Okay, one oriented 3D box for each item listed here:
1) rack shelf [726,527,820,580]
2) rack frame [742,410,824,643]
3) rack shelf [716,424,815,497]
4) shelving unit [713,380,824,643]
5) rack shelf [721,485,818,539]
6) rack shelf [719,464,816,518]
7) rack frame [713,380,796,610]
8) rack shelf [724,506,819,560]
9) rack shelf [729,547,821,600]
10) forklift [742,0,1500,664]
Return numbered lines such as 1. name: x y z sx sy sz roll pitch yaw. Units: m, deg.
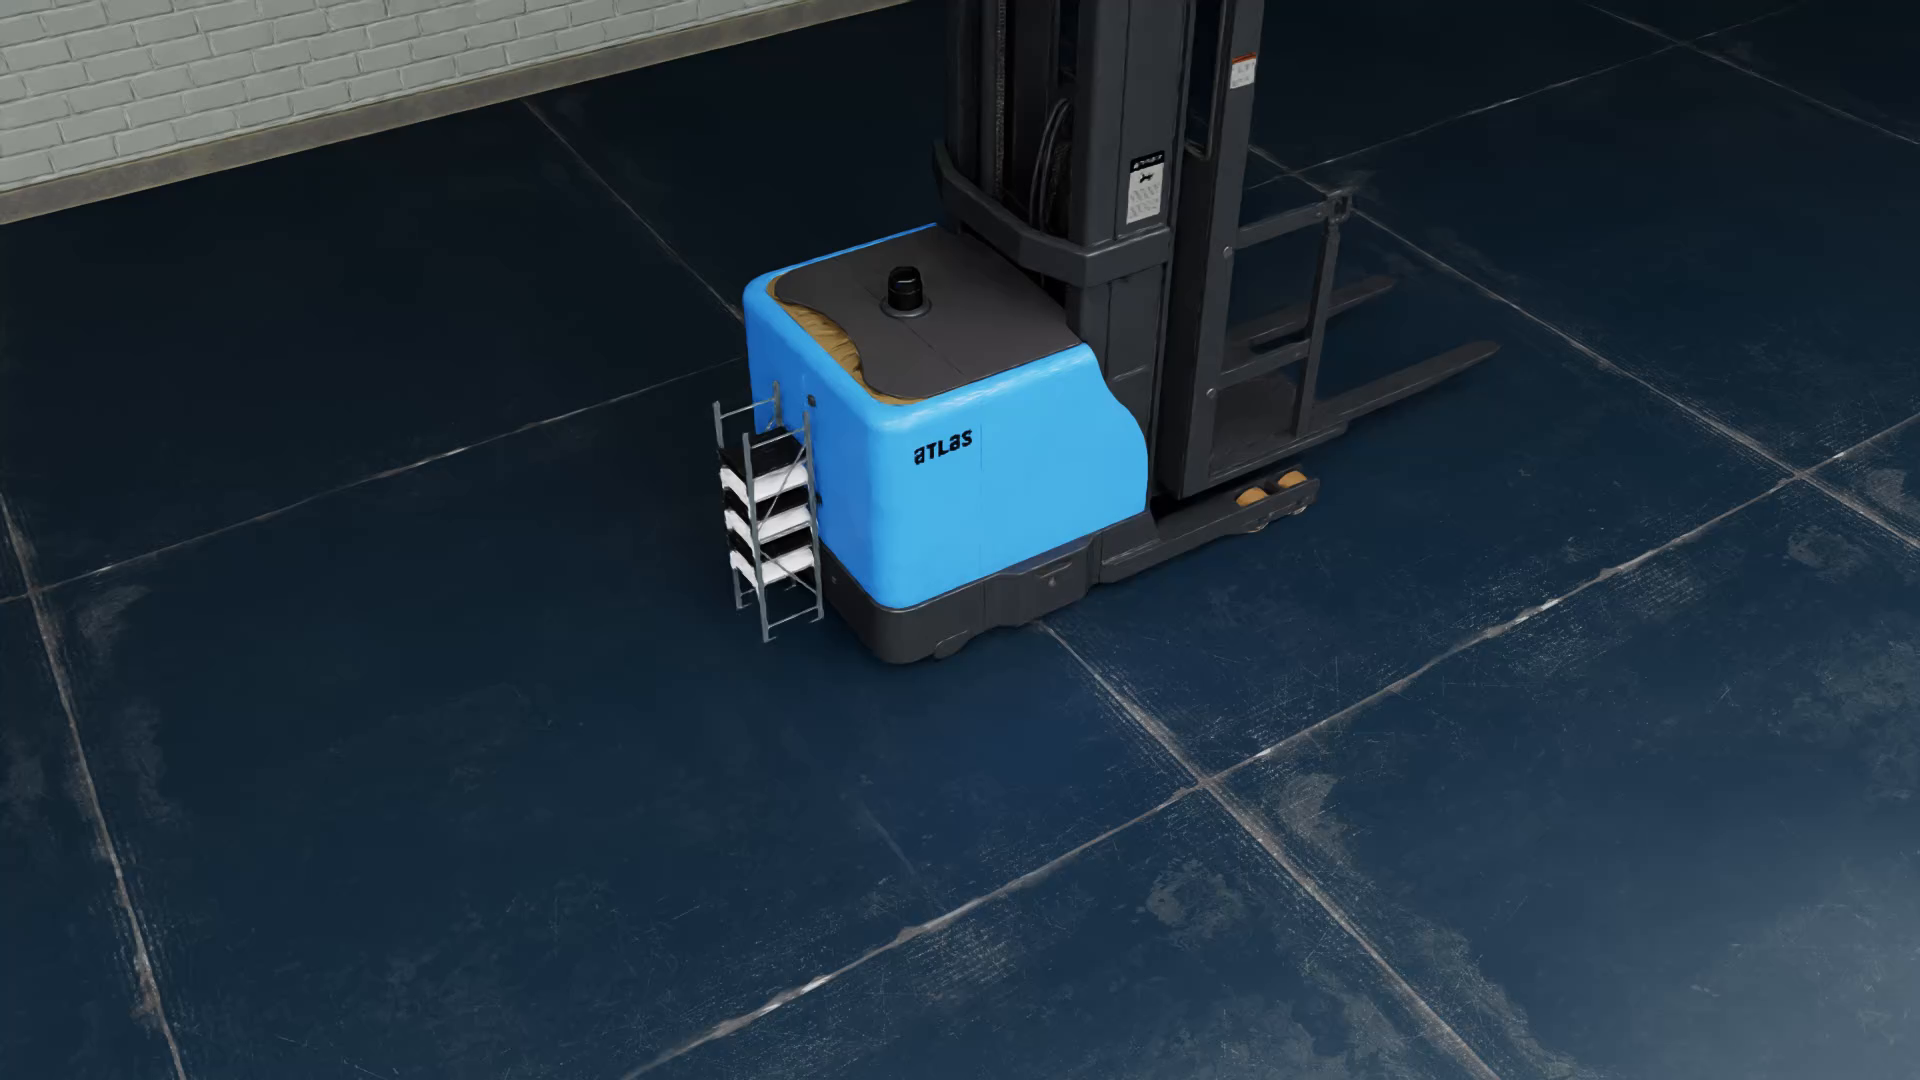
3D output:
1. rack shelf: -0.642 0.011 5.726 0.258 0.077 0.200 -23 45 -25
2. rack frame: -0.587 -0.029 5.582 0.240 0.900 0.006 -23 45 -25
3. rack shelf: -0.642 -0.265 5.496 0.258 0.077 0.200 -23 45 -25
4. shelving unit: -0.642 -0.083 5.647 0.258 0.900 0.210 -23 45 -25
5. rack shelf: -0.642 -0.127 5.611 0.258 0.077 0.200 -23 45 -25
6. rack shelf: -0.642 -0.196 5.553 0.258 0.077 0.200 -23 45 -25
7. rack frame: -0.698 -0.138 5.713 0.240 0.900 0.006 -23 45 -25
8. rack shelf: -0.642 -0.058 5.669 0.258 0.077 0.200 -23 45 -25
9. rack shelf: -0.642 0.080 5.784 0.258 0.077 0.200 -23 45 -25
10. forklift: 0.769 -1.421 5.666 3.031 2.935 1.130 -22 44 -24
